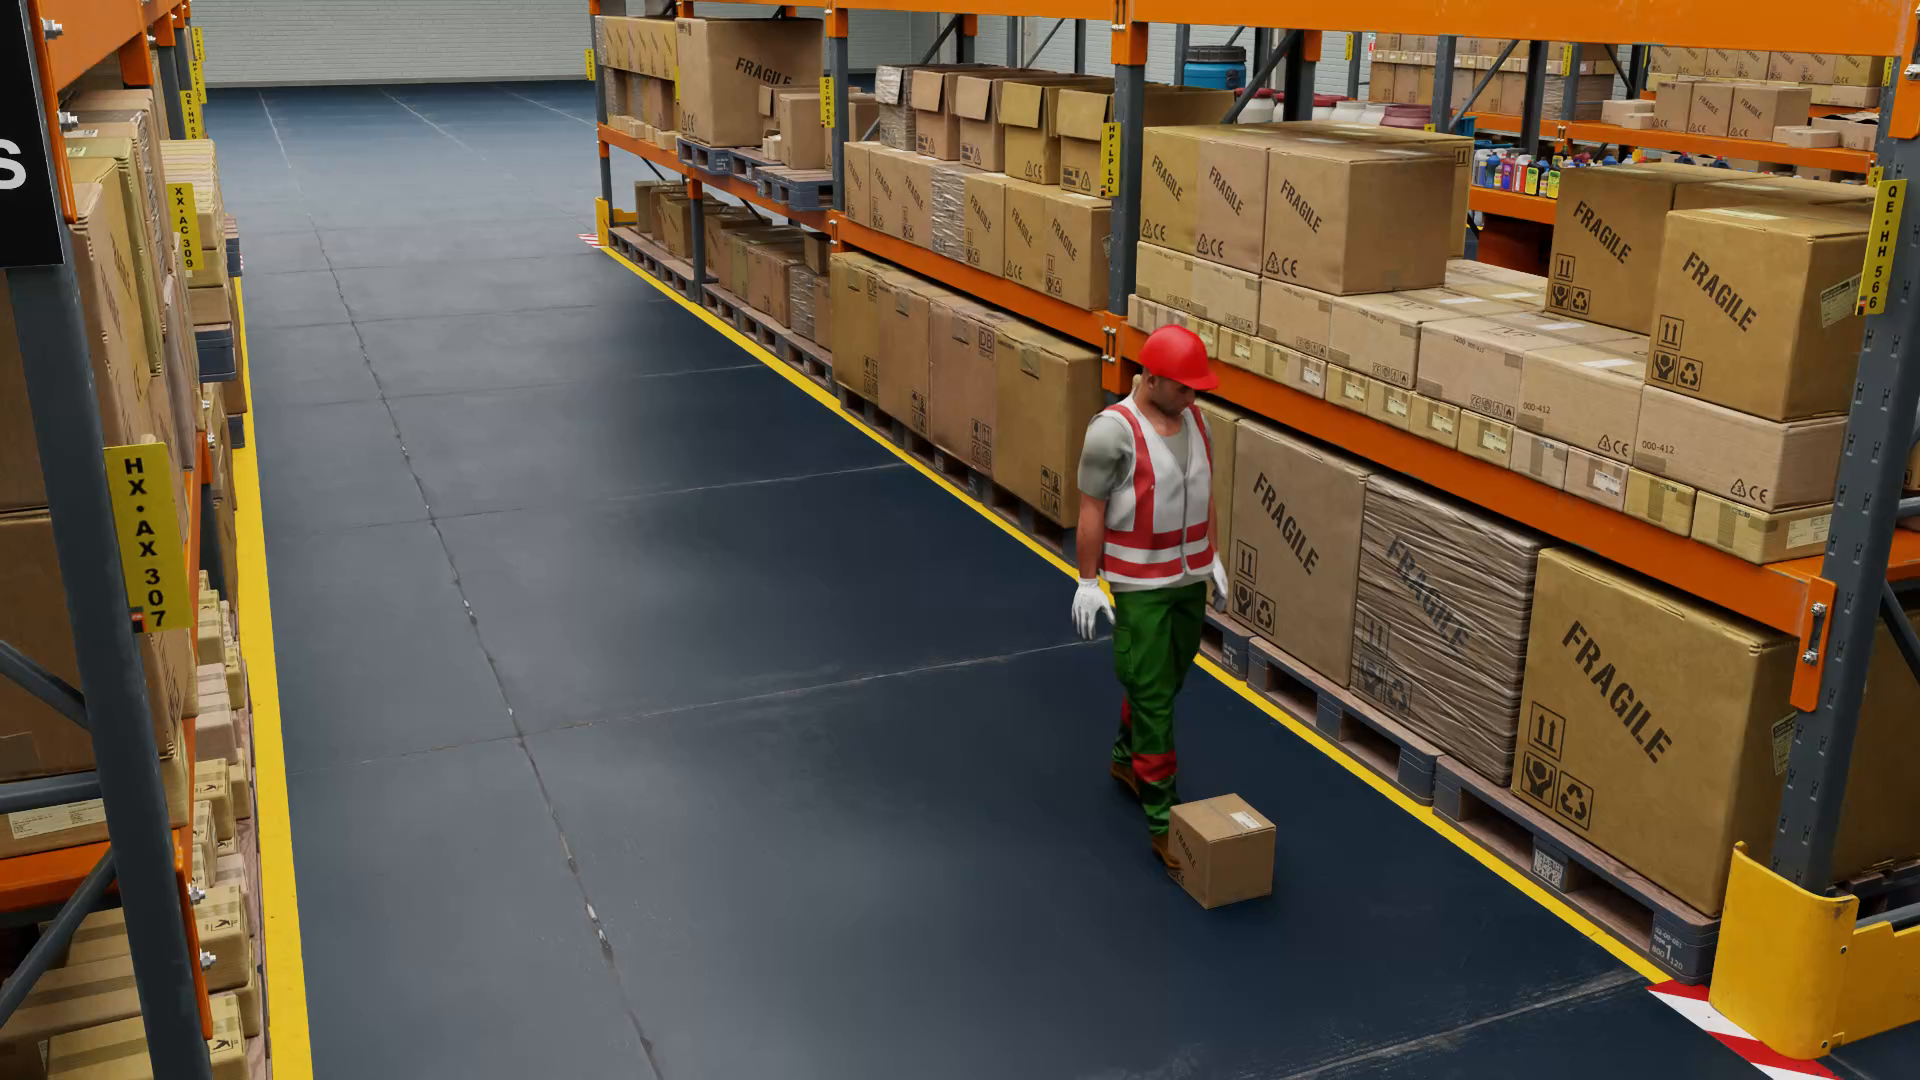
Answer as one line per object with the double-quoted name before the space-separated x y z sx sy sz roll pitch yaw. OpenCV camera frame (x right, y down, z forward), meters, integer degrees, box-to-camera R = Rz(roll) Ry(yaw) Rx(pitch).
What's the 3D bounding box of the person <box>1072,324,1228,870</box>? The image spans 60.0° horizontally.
"person" 1.594 -1.858 11.520 9.046 1.764 10.338 -12 22 -31
